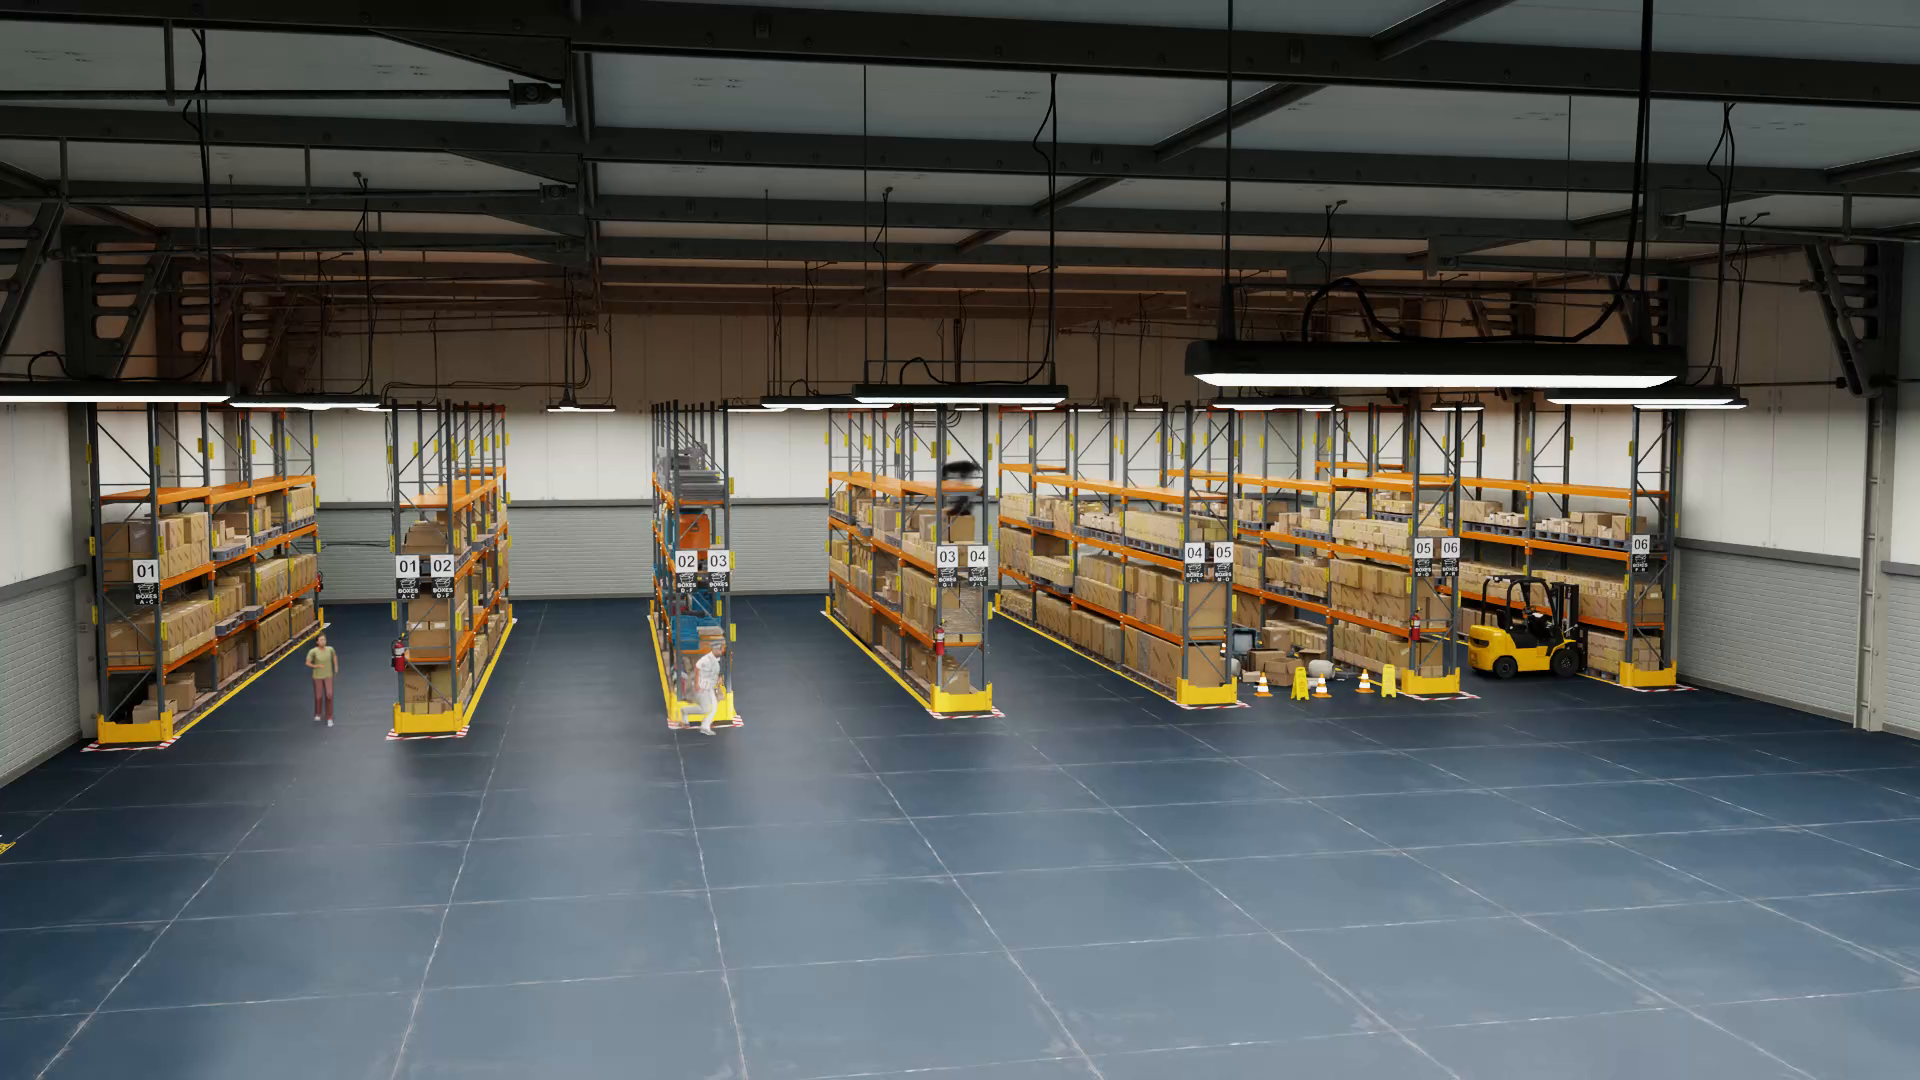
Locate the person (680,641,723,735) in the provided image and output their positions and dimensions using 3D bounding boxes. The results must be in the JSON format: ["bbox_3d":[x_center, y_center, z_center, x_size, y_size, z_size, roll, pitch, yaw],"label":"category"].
[{"bbox_3d":[-4.633,2.650,29.852,0.810,1.716,0.666,1,4,11],"label":"person"}]

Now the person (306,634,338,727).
[{"bbox_3d":[-11.784,2.583,30.710,0.572,1.738,0.762,-2,5,-30],"label":"person"}]
